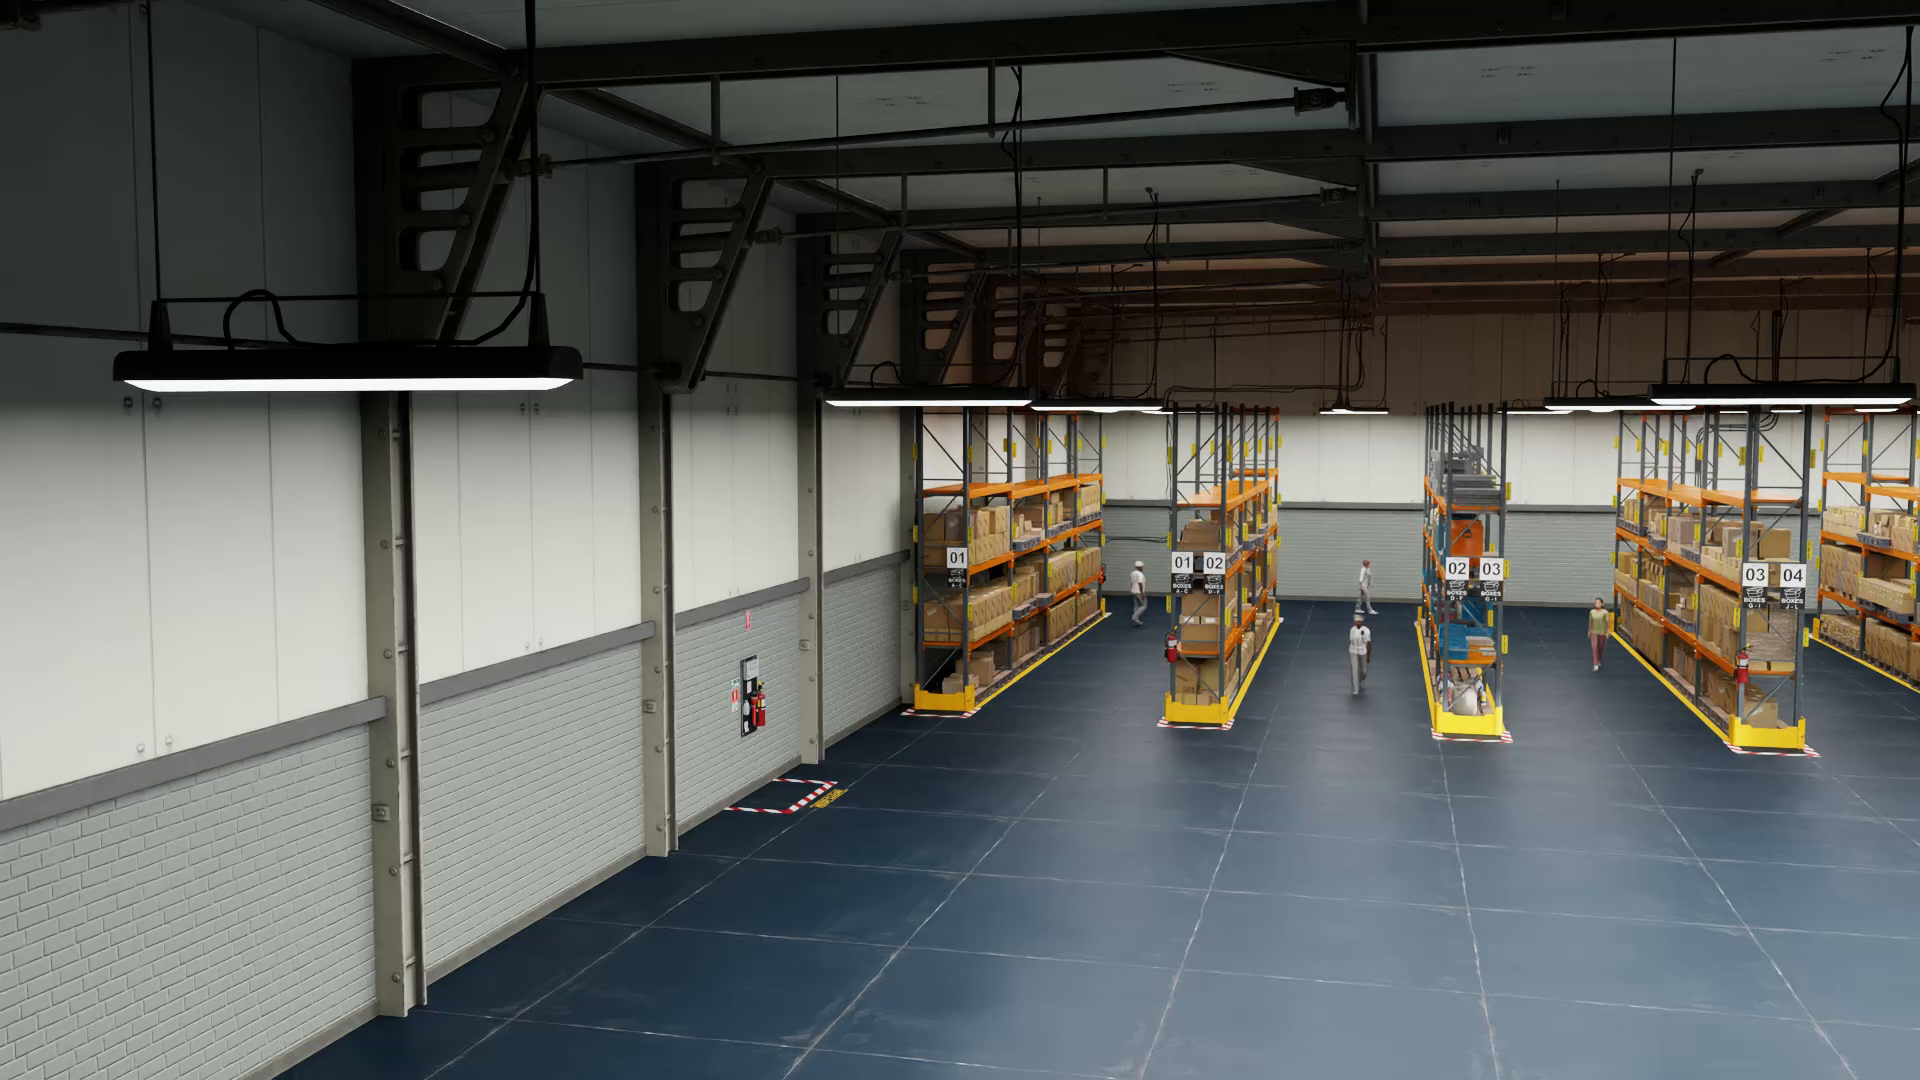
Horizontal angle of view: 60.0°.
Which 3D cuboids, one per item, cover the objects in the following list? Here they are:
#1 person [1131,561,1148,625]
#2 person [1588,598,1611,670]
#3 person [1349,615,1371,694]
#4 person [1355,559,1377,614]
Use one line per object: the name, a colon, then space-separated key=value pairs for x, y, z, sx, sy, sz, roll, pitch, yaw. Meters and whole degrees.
person: x=4.876 y=1.467 z=45.710 sx=0.486 sy=1.768 sz=0.609 roll=-2 pitch=5 yaw=-20
person: x=14.513 y=2.115 z=37.722 sx=0.444 sy=1.604 sz=1.064 roll=1 pitch=4 yaw=15
person: x=8.290 y=2.340 z=34.494 sx=0.453 sy=1.640 sz=0.863 roll=1 pitch=4 yaw=12
person: x=11.838 y=1.353 z=48.372 sx=0.707 sy=1.578 sz=0.467 roll=3 pitch=5 yaw=33
